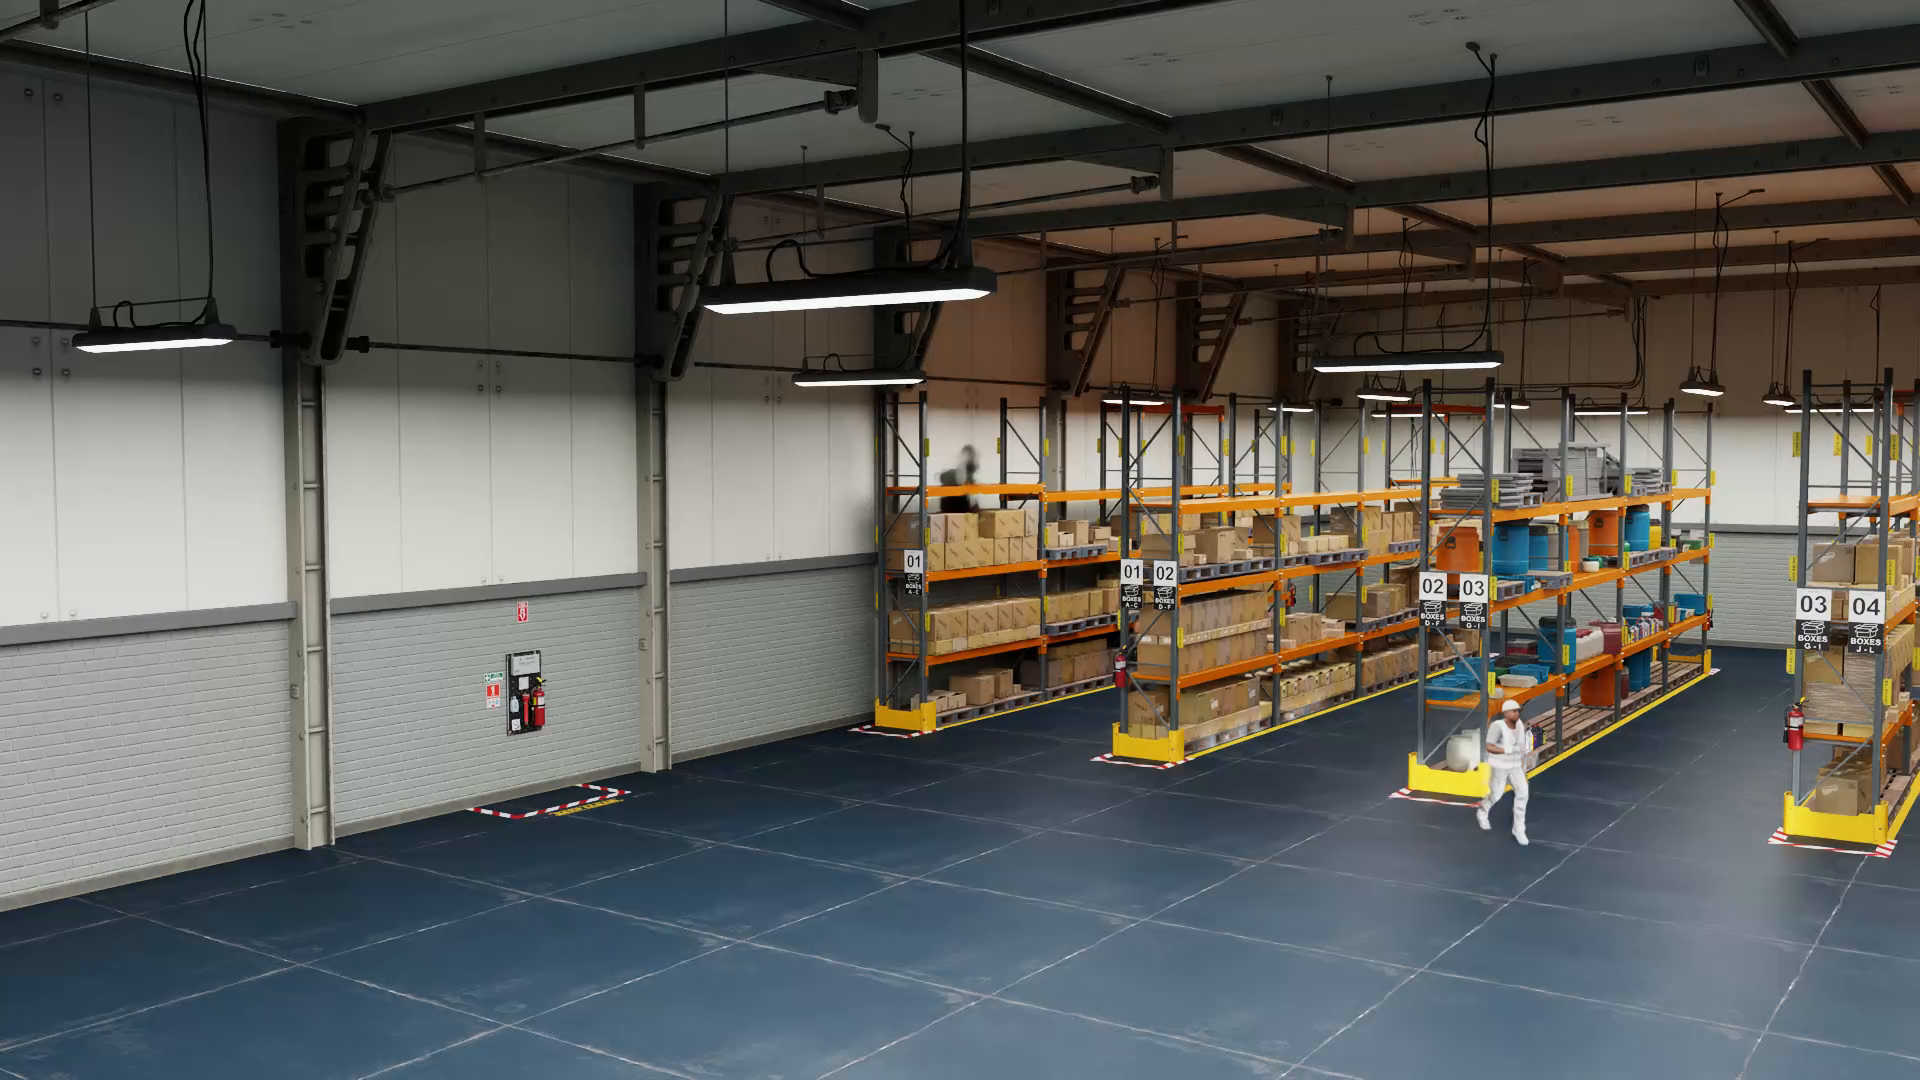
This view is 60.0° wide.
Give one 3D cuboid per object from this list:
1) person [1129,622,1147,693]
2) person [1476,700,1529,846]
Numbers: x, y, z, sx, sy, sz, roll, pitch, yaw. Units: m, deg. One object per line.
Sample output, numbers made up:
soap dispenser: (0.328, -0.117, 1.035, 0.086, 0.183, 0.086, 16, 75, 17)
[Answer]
person: (3.311, 2.410, 30.956, 0.641, 1.784, 0.728, 1, 3, 23)
person: (6.962, 2.936, 21.307, 0.712, 1.823, 0.929, -1, 3, -24)
